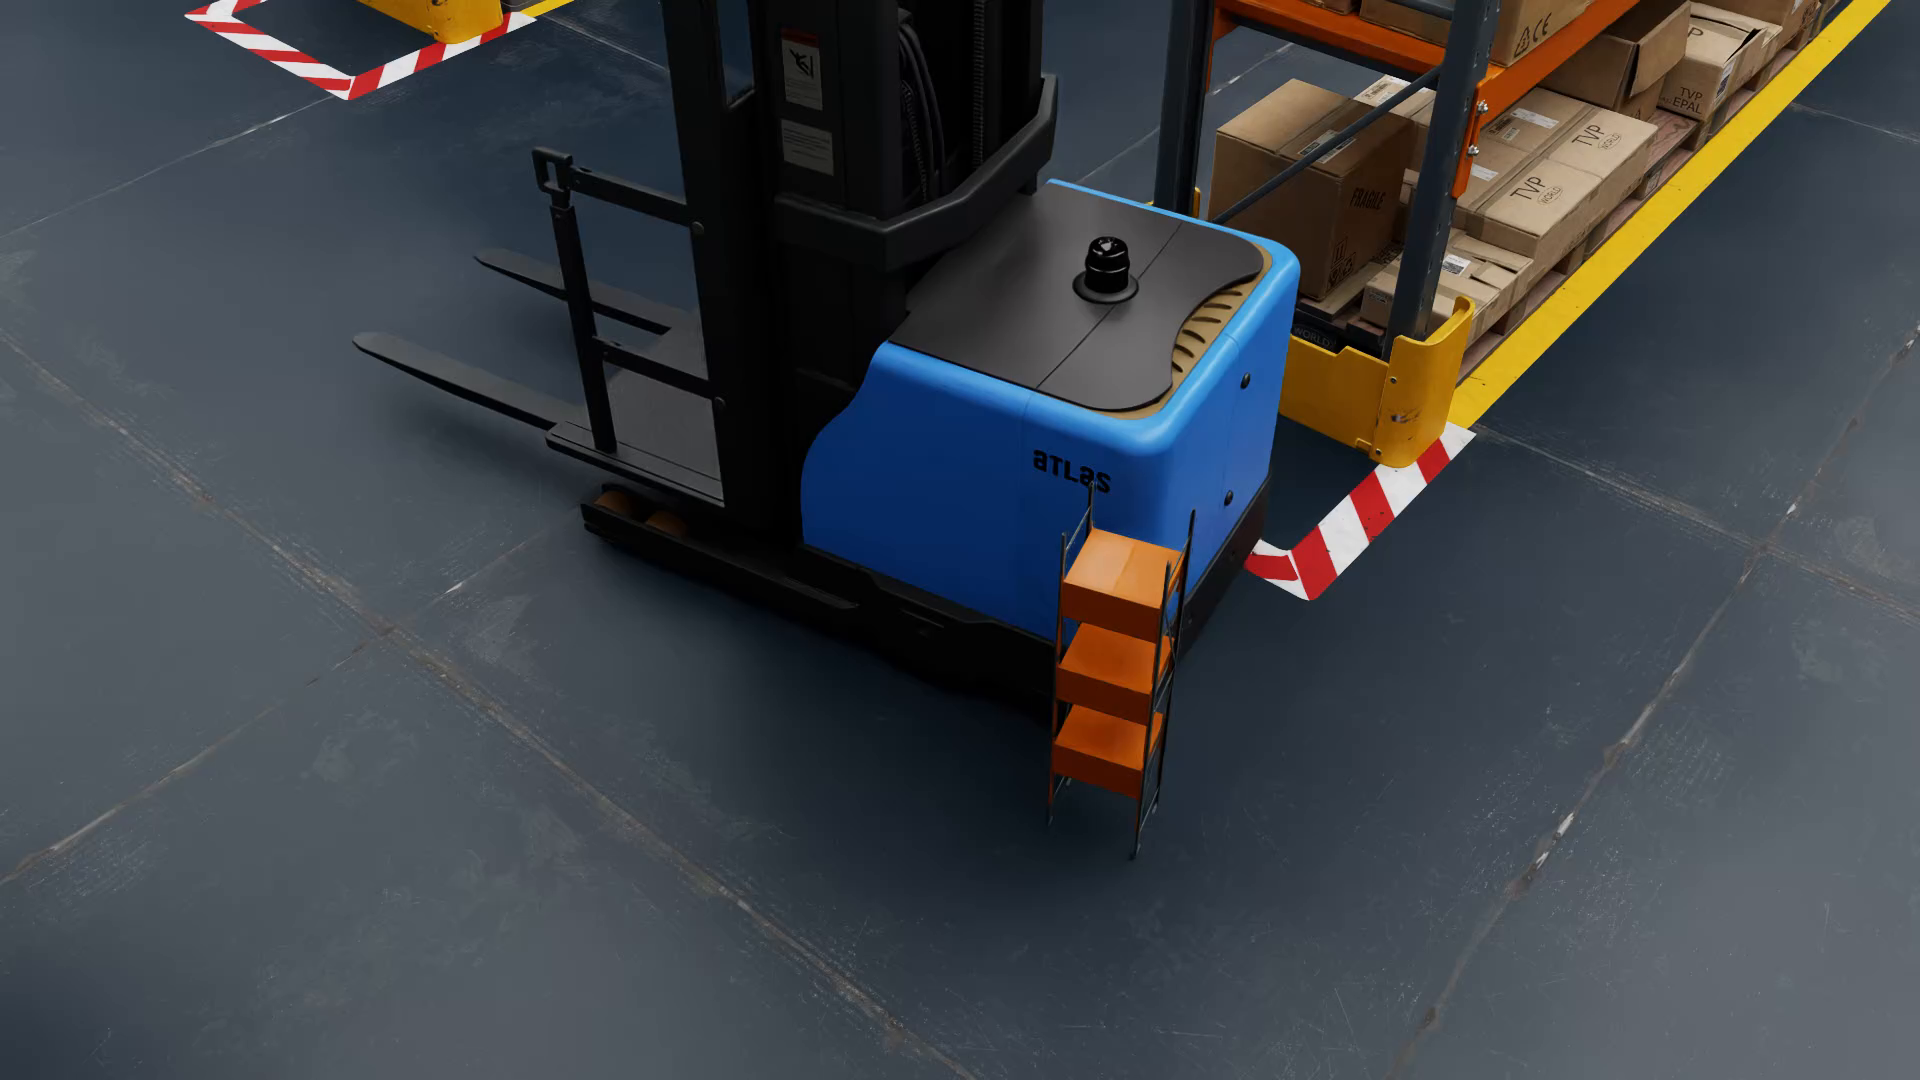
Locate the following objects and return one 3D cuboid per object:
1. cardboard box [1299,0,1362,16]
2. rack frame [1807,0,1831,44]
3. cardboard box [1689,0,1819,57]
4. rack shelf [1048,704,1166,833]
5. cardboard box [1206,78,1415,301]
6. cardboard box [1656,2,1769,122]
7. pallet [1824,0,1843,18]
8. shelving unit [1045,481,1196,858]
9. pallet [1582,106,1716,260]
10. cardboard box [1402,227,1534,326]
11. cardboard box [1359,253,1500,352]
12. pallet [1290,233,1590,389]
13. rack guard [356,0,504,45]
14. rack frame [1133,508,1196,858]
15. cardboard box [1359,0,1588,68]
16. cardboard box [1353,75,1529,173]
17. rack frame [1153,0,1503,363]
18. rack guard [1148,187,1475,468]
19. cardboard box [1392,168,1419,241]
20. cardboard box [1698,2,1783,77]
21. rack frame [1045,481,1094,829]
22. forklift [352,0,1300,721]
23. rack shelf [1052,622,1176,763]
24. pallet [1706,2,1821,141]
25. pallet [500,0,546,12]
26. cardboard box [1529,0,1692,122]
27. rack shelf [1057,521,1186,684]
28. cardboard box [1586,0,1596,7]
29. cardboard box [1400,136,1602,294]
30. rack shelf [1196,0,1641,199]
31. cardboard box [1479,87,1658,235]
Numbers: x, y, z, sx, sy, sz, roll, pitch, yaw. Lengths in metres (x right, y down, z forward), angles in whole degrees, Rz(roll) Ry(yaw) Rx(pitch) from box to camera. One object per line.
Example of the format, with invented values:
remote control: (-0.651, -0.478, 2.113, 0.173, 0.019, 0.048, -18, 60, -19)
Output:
cardboard box: (1.154, -2.017, 5.164, 0.500, 0.500, 0.500, 31, 51, 30)
rack frame: (3.649, -3.691, 7.080, 1.000, 3.000, 0.127, 29, 50, 28)
cardboard box: (3.499, -2.513, 7.315, 0.500, 0.500, 0.500, 29, 50, 28)
rack shelf: (0.381, 0.561, 4.282, 0.240, 0.259, 0.215, 16, 45, 17)
cardboard box: (1.236, -1.256, 5.933, 0.500, 0.500, 0.500, 29, 50, 28)
cardboard box: (3.016, -2.057, 6.954, 0.500, 0.311, 0.500, 29, 50, 28)
pallet: (4.143, -3.095, 8.497, 1.003, 0.211, 1.213, 29, 50, 28)
shelving unit: (0.381, 0.347, 4.087, 0.252, 1.050, 0.215, 16, 45, 17)
pallet: (2.421, -1.675, 6.936, 1.003, 0.211, 1.213, 29, 50, 28)
cardboard box: (1.768, -0.941, 5.835, 0.380, 0.166, 0.250, 29, 50, 28)
cardboard box: (1.607, -0.806, 5.699, 0.380, 0.149, 0.250, 29, 50, 28)
pallet: (1.636, -1.050, 6.248, 1.003, 0.211, 1.213, 29, 50, 28)
rack guard: (-2.720, -2.835, 7.996, 1.175, 0.500, 0.348, 29, 50, 28)
rack frame: (0.493, 0.379, 4.052, 0.008, 1.050, 0.200, 16, 45, 17)
cardboard box: (1.562, -1.783, 4.907, 0.500, 0.500, 0.500, 31, 50, 29)
cardboard box: (1.870, -1.640, 6.541, 0.500, 0.250, 0.500, 29, 50, 28)
rack frame: (1.074, -1.631, 4.815, 1.000, 3.000, 0.127, 29, 50, 28)
rack guard: (1.123, -0.746, 5.699, 1.175, 0.500, 0.348, 29, 50, 28)
cardboard box: (1.565, -1.302, 6.231, 0.380, 0.166, 0.250, 29, 50, 28)
cardboard box: (3.304, -2.164, 7.192, 0.380, 0.149, 0.250, 29, 50, 28)
rack frame: (0.268, 0.316, 4.123, 0.008, 1.050, 0.200, 16, 45, 17)
forklift: (-0.593, -1.296, 4.496, 3.031, 2.935, 1.130, 21, 46, 21)
rack shelf: (0.381, 0.355, 4.095, 0.240, 0.259, 0.215, 16, 45, 17)
pallet: (3.206, -2.306, 7.629, 1.003, 0.211, 1.213, 29, 50, 28)
pallet: (-2.154, -3.154, 8.562, 1.003, 0.211, 1.213, 29, 50, 28)
cardboard box: (2.443, -1.961, 6.705, 0.797, 0.503, 0.637, 29, 50, 28)
rack shelf: (0.381, 0.145, 3.904, 0.240, 0.259, 0.215, 16, 45, 17)
cardboard box: (1.890, -2.051, 5.201, 0.500, 0.500, 0.500, 29, 50, 28)
cardboard box: (1.963, -1.192, 6.048, 0.500, 0.250, 0.500, 29, 50, 28)
rack shelf: (2.361, -2.395, 6.189, 1.077, 0.370, 4.000, 29, 50, 28)
cardboard box: (2.285, -1.449, 6.331, 0.500, 0.250, 0.500, 29, 50, 28)
